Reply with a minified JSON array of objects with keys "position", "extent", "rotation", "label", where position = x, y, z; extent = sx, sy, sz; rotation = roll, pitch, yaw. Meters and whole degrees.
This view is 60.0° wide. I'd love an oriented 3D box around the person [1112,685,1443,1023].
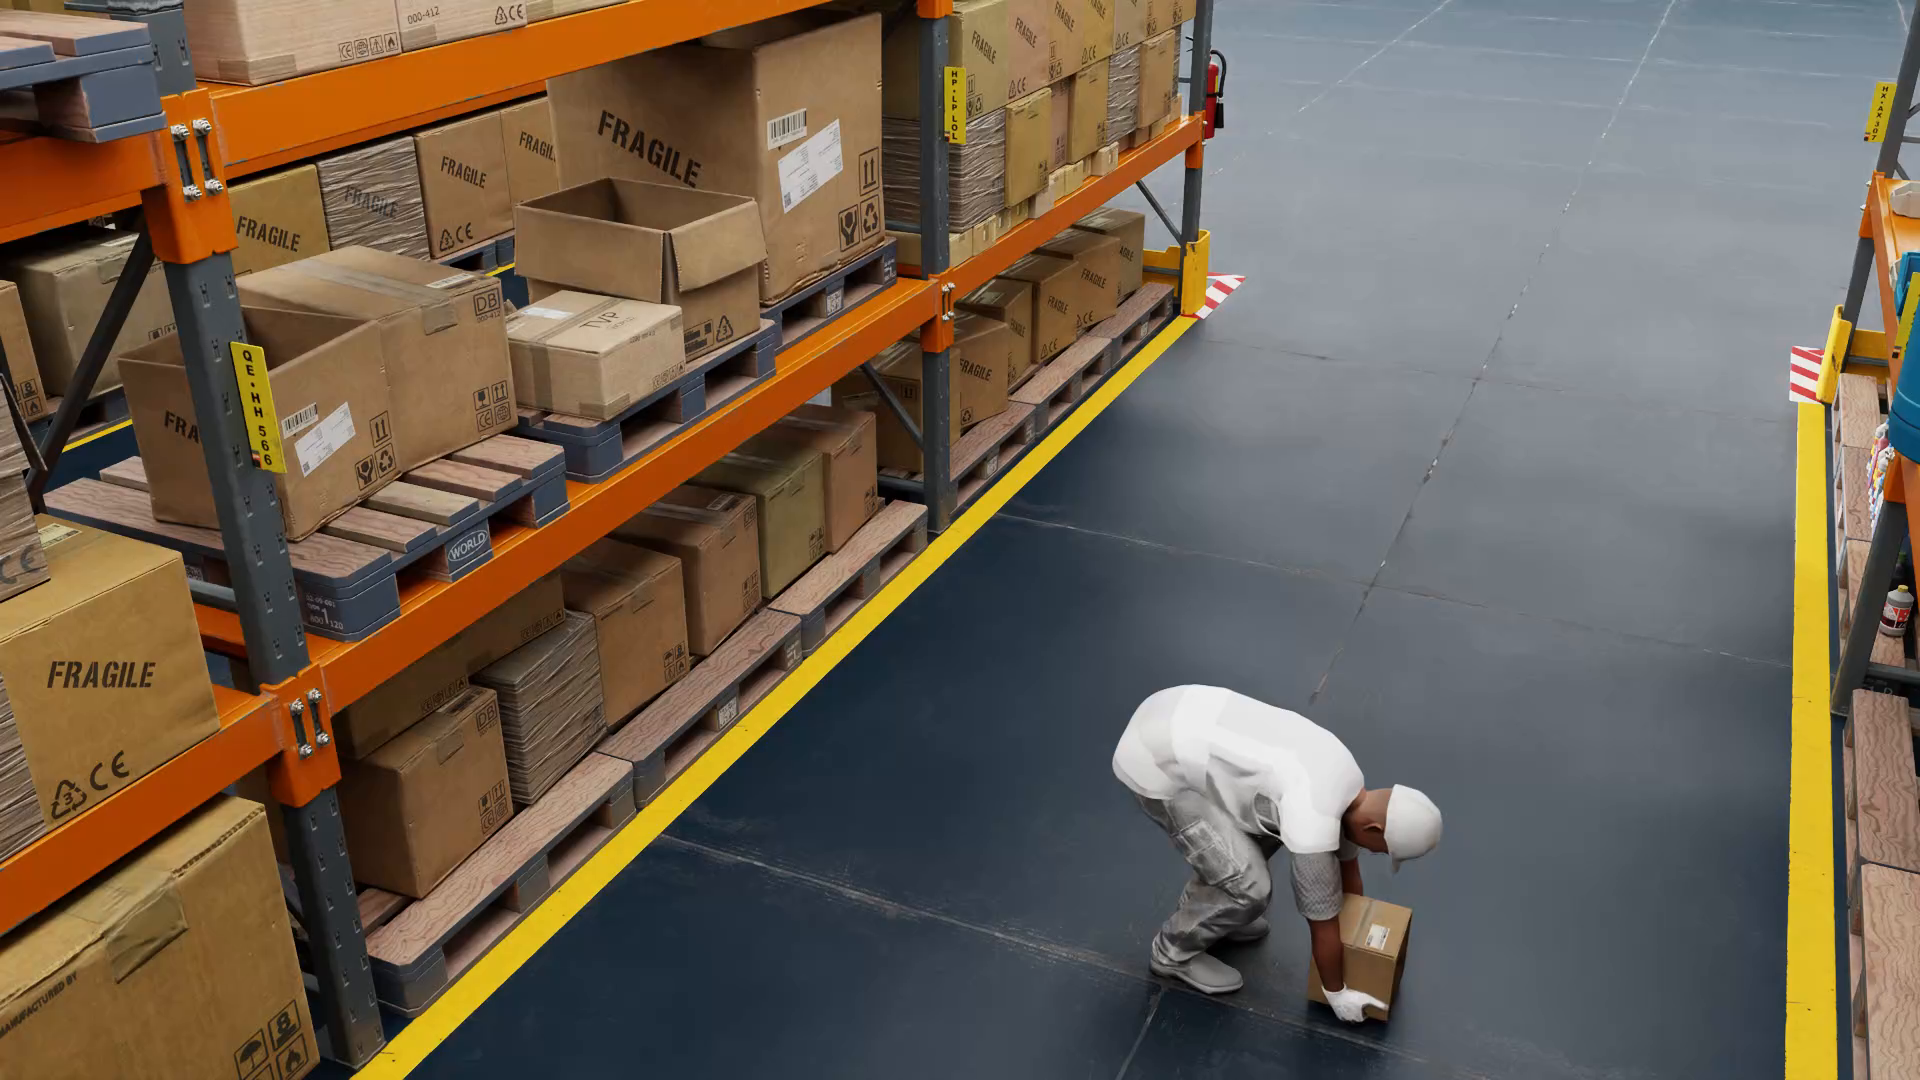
[{"position":[0.956,0.936,5.116],"extent":[0.982,0.945,0.524],"rotation":[10,28,20],"label":"person"}]
